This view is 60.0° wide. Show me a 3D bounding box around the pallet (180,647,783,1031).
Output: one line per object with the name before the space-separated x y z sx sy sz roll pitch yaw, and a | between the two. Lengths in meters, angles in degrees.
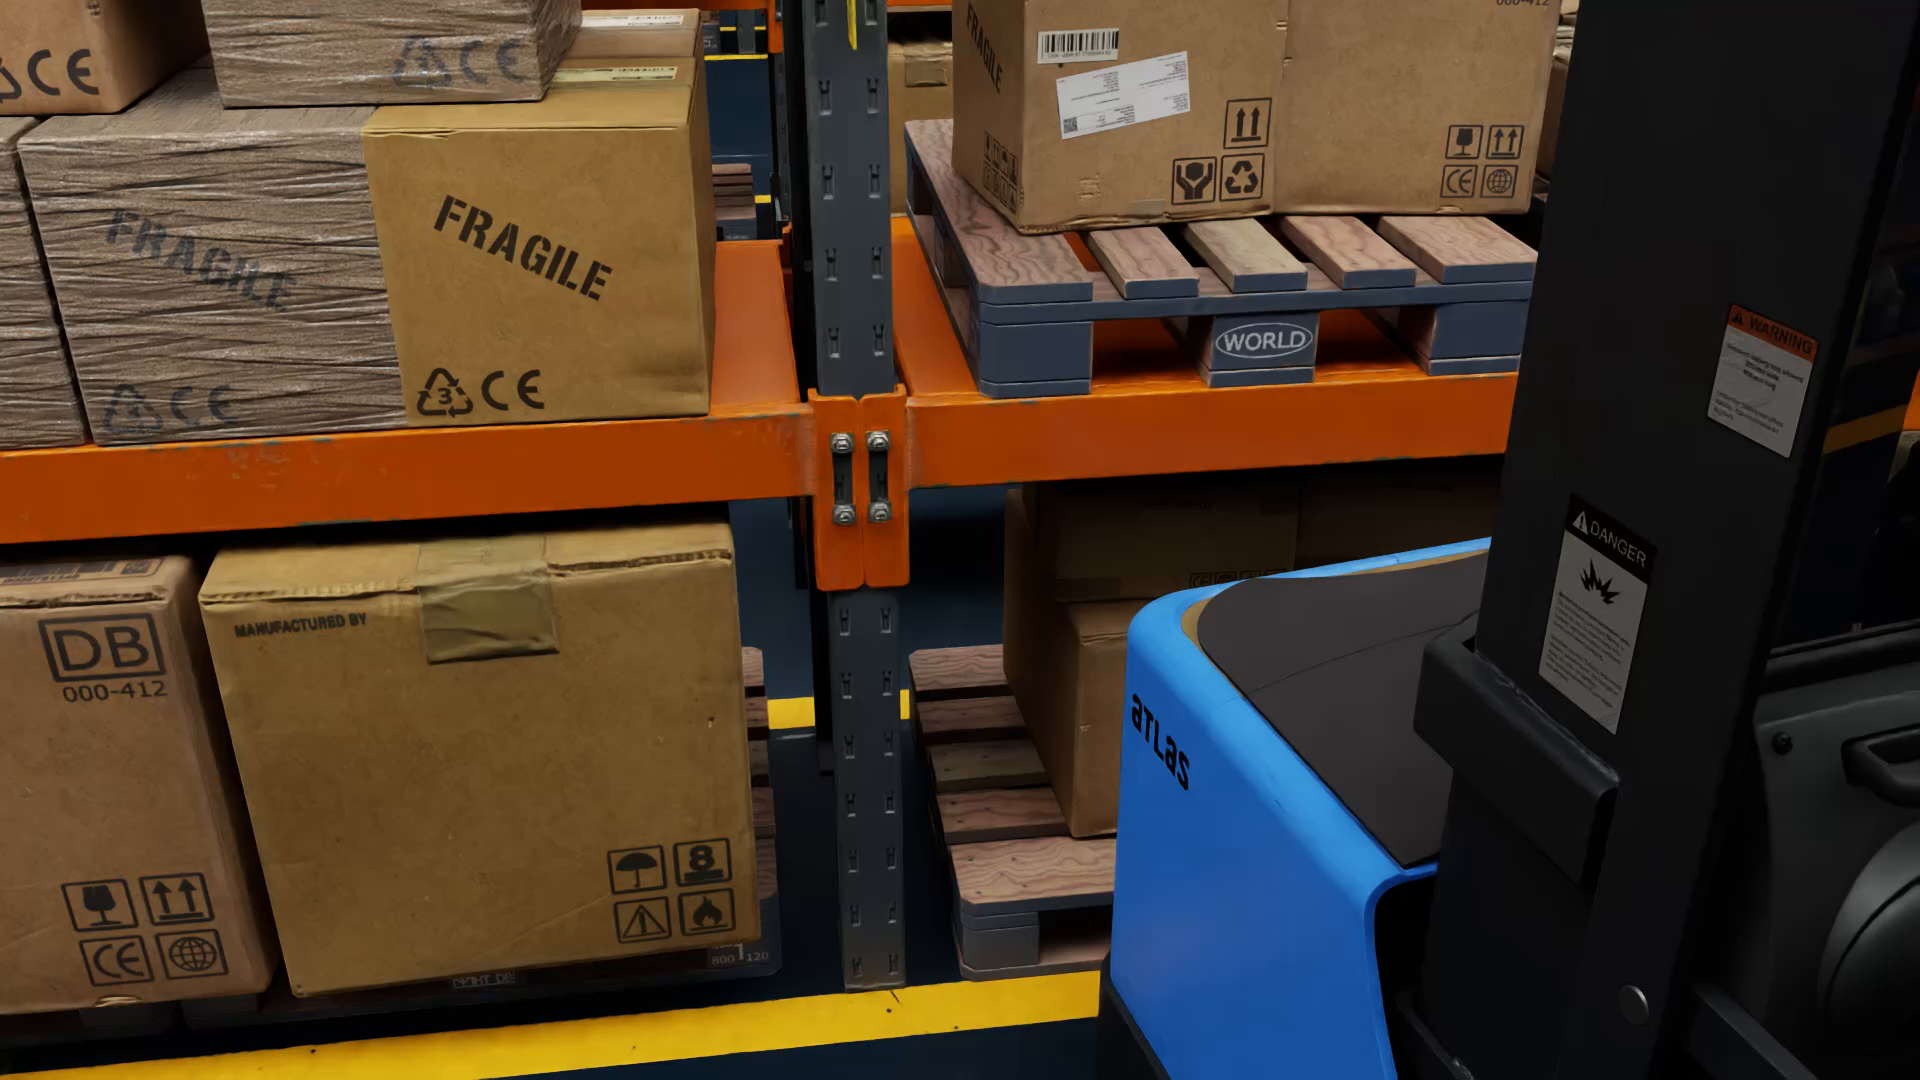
pallet | -1.034 0.628 3.795 1.213 0.211 1.003 -4 27 -7

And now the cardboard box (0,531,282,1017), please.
cardboard box | -1.813 0.217 3.408 0.875 0.875 1.225 -4 27 -7

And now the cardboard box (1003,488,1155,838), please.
cardboard box | 0.417 0.236 3.761 0.500 0.500 0.700 -5 28 -10

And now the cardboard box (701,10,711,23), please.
cardboard box | -2.319 -4.344 12.298 0.875 0.875 0.875 -4 27 -8

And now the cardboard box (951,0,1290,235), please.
cardboard box | 0.286 -0.913 3.173 0.500 0.500 0.500 -7 28 -13

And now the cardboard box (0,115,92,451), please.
cardboard box | -1.706 -0.466 2.764 0.500 0.500 0.500 -5 28 -9

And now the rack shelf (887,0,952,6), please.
rack shelf | 1.146 -2.685 7.984 4.000 0.370 1.077 -4 27 -7

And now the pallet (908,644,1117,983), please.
pallet | 0.531 0.563 3.922 1.213 0.211 1.003 -4 27 -7

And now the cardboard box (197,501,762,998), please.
cardboard box | -0.929 0.164 3.512 0.875 0.875 1.225 -5 28 -10

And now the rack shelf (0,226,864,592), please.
rack shelf | -2.224 -0.181 3.106 4.000 0.370 1.077 -4 27 -7

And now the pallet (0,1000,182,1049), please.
pallet | -2.240 0.704 3.647 1.213 0.211 1.003 -4 27 -7

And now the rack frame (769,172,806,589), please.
rack frame | -0.510 -0.468 4.929 0.032 1.125 0.500 -4 27 -7

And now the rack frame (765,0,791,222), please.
rack frame | -0.834 -2.877 7.572 0.127 3.000 1.000 -4 27 -7

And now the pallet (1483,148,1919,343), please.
pallet | 1.711 -0.688 3.515 1.213 0.211 1.003 -4 27 -7

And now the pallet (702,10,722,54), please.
pallet | -2.415 -3.852 12.526 1.213 0.211 1.003 -4 27 -7

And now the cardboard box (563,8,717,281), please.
cardboard box | -0.762 -0.765 3.346 0.500 0.500 0.500 -3 27 -6

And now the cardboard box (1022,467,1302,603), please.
cardboard box | 0.416 -0.102 3.598 0.500 0.250 0.500 -3 27 -5

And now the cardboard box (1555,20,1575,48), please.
cardboard box | 2.525 -2.238 8.329 0.750 0.750 1.050 -4 27 -7

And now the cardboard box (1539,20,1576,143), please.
cardboard box | 1.370 -0.984 3.569 0.258 0.266 0.396 -4 27 -9

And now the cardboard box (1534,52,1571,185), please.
cardboard box | 1.449 -0.752 3.133 0.500 0.250 0.500 -4 27 -9

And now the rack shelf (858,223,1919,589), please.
rack shelf | 1.737 -0.436 3.602 4.000 0.370 1.077 -4 27 -7

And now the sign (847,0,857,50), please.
sign | -0.163 -0.893 2.437 0.005 0.325 0.100 -4 27 -7

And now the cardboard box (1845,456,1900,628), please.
cardboard box | 2.078 0.120 3.986 0.500 0.500 0.700 -6 28 -12

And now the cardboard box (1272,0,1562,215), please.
cardboard box | 0.825 -0.993 3.330 0.500 0.500 0.700 0 27 1

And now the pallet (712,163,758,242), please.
pallet | -1.608 -1.588 8.113 1.213 0.211 1.003 -4 27 -7

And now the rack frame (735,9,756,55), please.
rack frame | -1.624 -5.109 11.921 0.127 3.000 1.000 -4 27 -7

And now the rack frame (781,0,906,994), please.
rack frame | -0.243 -0.629 3.190 0.127 3.000 1.000 -4 27 -7

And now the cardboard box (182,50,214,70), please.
cardboard box | -1.273 -0.732 3.280 0.500 0.500 0.500 -4 27 -9

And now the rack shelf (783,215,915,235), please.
rack shelf | -0.007 -0.760 4.859 1.000 0.278 0.538 -4 27 -7

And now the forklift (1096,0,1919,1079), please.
forklift | 1.216 0.309 1.438 1.130 2.935 3.031 -9 28 -17

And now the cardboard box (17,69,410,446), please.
cardboard box | -1.192 -0.501 2.831 0.500 0.500 0.500 -4 27 -8

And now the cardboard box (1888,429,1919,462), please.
cardboard box | 2.632 0.084 4.056 0.500 0.500 0.700 -4 27 -7

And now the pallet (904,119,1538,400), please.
pallet | 0.448 -0.637 3.416 1.003 0.211 1.213 -4 27 -7

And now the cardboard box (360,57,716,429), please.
cardboard box | -0.697 -0.530 2.887 0.500 0.500 0.500 -3 27 -6

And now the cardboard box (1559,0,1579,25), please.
cardboard box | 3.987 -3.248 10.880 0.503 0.637 0.797 -4 27 -7

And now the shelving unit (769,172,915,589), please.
shelving unit | -0.007 -0.500 4.992 1.048 1.125 0.538 -4 27 -7

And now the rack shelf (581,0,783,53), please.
rack shelf | -2.815 -2.430 7.488 4.000 0.370 1.077 -4 27 -7

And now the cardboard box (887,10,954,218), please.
cardboard box | -0.219 -2.061 7.986 0.750 0.750 1.050 -4 27 -8

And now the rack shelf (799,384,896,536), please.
rack shelf | -0.007 -0.282 5.104 1.000 0.278 0.538 -4 27 -7

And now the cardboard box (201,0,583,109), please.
cardboard box | -0.969 -1.080 2.861 0.637 0.503 0.797 -3 27 -5

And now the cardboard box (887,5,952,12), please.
cardboard box | -0.333 -4.208 12.585 0.625 0.372 0.950 -4 27 -8

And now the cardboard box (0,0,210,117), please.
cardboard box | -1.615 -1.040 2.783 0.637 0.503 0.797 -3 27 -6

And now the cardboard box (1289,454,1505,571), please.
cardboard box | 0.940 -0.141 3.673 0.500 0.250 0.500 -1 27 -1
